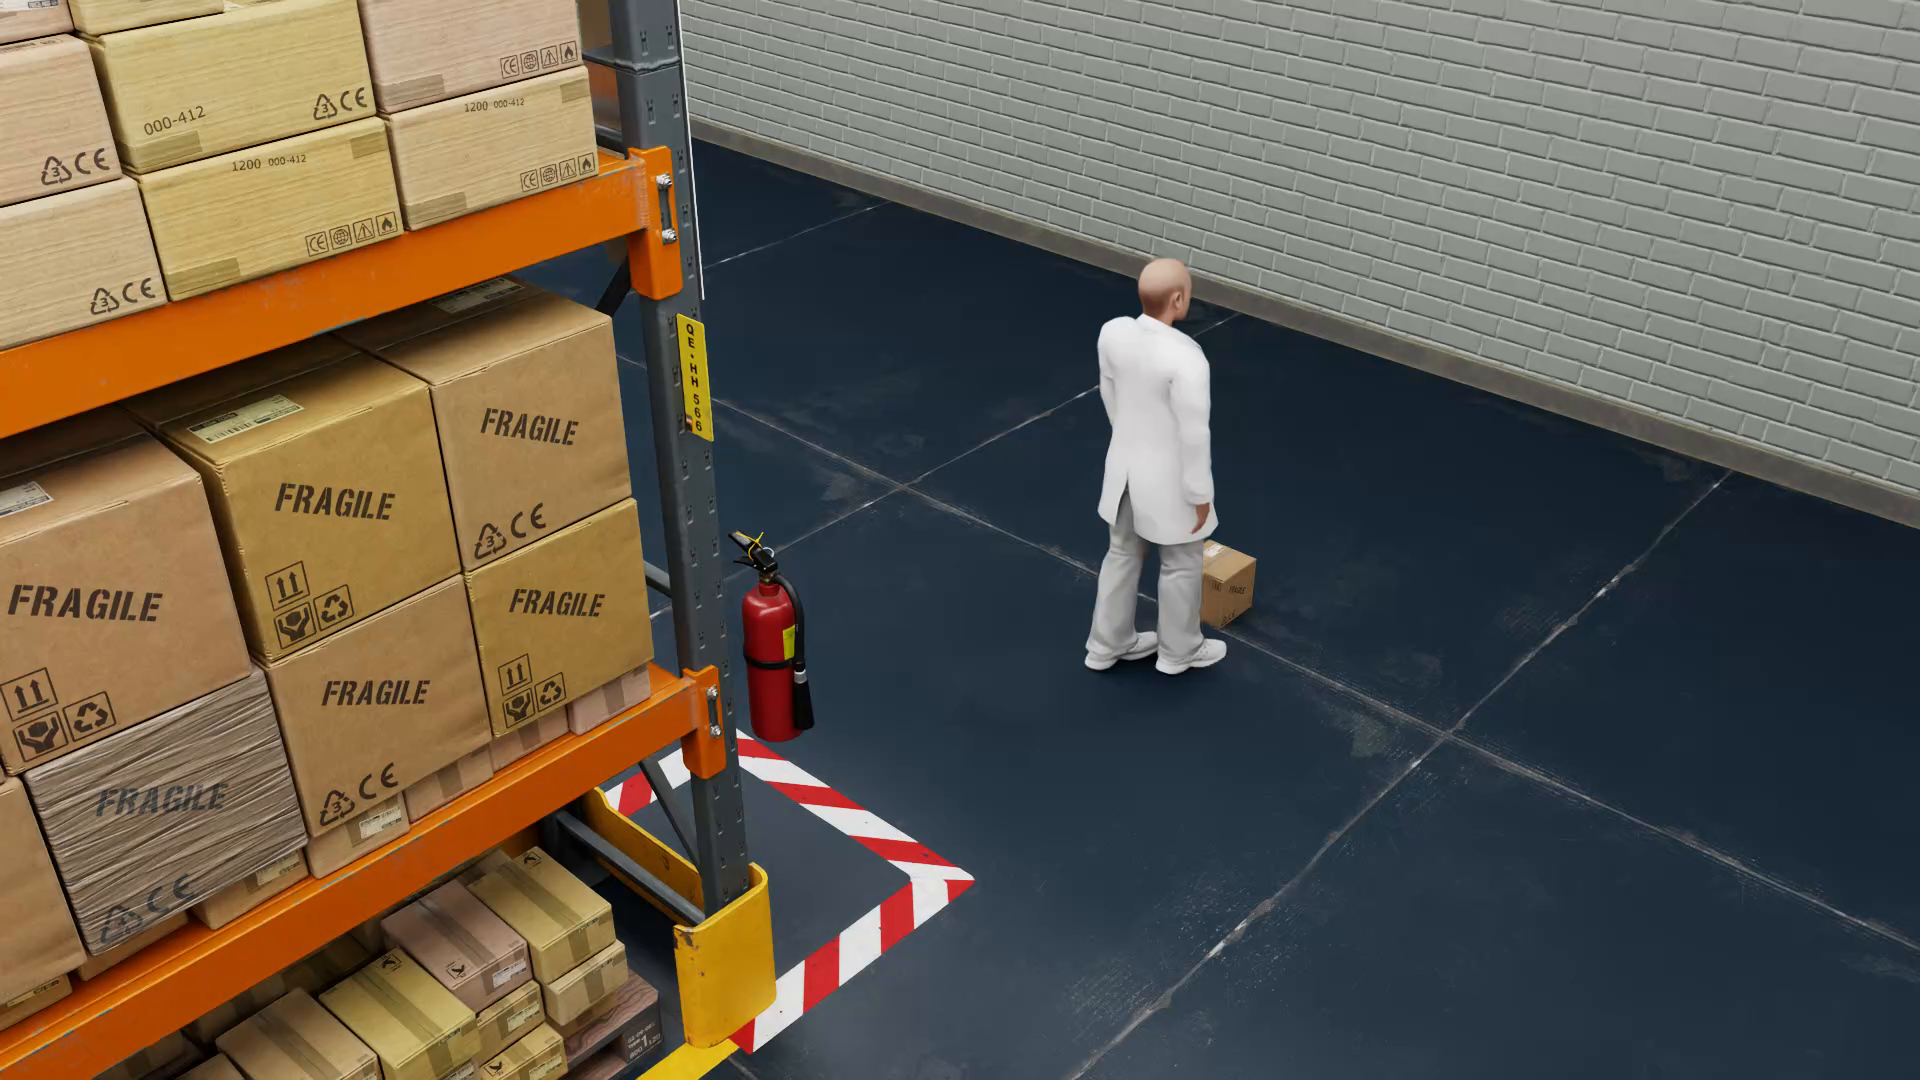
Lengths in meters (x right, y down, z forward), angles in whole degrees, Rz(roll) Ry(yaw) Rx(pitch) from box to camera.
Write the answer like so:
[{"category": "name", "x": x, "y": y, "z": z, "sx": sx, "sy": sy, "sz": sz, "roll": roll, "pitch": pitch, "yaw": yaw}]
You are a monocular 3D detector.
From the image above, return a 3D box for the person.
[{"category": "person", "x": 0.814, "y": -0.214, "z": 6.612, "sx": 0.593, "sy": 1.688, "sz": 0.598, "roll": -22, "pitch": 37, "yaw": -32}]
